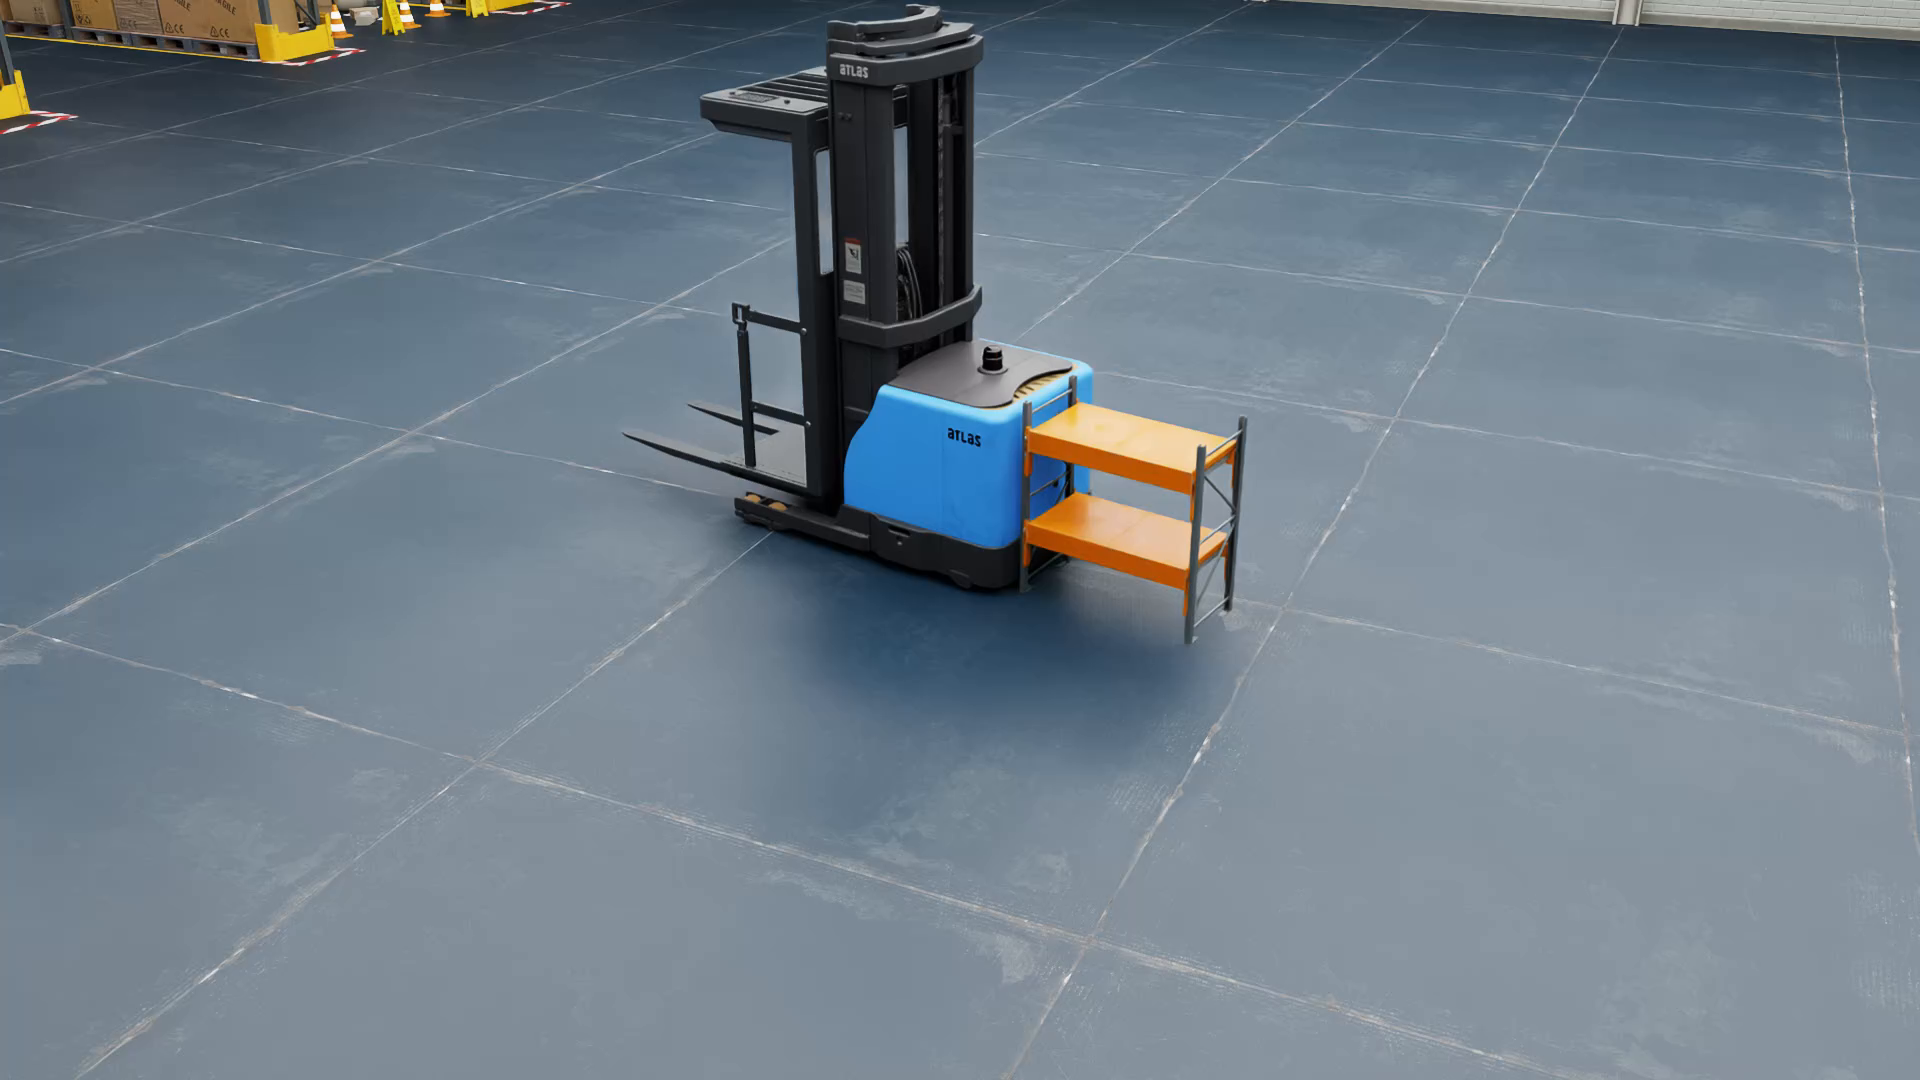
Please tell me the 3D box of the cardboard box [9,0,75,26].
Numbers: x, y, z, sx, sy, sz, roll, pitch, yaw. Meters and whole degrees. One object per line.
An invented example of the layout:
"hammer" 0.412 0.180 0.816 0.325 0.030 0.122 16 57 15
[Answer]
"cardboard box" -13.799 -8.332 25.350 0.750 0.750 1.050 11 28 22

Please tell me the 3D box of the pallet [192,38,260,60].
"pallet" -10.315 -7.208 24.152 1.213 0.211 1.003 11 28 22

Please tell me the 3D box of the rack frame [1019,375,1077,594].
"rack frame" 0.482 -0.300 9.086 0.032 1.125 0.500 17 31 31

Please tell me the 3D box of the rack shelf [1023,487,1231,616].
"rack shelf" 0.899 0.048 8.933 1.000 0.278 0.538 17 31 31

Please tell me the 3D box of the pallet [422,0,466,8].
"pallet" -8.392 -9.279 28.358 1.213 0.211 1.003 11 28 22

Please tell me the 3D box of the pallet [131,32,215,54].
"pallet" -11.422 -7.432 24.606 1.213 0.211 1.003 11 28 22

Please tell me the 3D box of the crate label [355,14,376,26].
"crate label" -9.415 -8.239 26.330 0.298 0.136 0.250 -2 26 -5

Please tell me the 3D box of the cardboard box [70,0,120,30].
"cardboard box" -12.653 -8.168 24.874 0.875 0.875 0.875 12 29 23

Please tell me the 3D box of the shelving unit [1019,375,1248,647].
"shelving unit" 0.899 -0.171 8.825 1.048 1.125 0.538 17 31 31

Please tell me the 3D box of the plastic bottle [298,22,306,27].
"plastic bottle" -10.454 -8.110 26.153 0.283 0.061 0.133 2 26 4

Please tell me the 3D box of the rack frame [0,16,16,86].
"rack frame" -11.700 -6.369 19.290 0.127 3.000 1.000 11 28 22

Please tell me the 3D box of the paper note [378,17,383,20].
"paper note" -9.283 -8.394 26.764 0.142 0.019 0.148 2 26 4

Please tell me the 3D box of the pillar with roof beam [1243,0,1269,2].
"pillar with roof beam" 3.334 -11.606 23.136 0.400 9.000 9.100 11 28 22

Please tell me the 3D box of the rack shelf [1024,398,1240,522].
"rack shelf" 0.899 -0.434 8.695 1.000 0.278 0.538 17 31 31

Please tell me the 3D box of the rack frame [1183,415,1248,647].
"rack frame" 1.316 -0.043 8.563 0.032 1.125 0.500 17 31 31

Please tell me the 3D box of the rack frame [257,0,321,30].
"rack frame" -9.555 -8.345 23.303 0.127 3.000 1.000 11 28 22

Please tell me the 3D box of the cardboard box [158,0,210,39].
"cardboard box" -11.002 -7.837 24.202 0.875 0.875 0.875 11 28 21

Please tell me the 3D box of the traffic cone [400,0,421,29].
"traffic cone" -8.674 -8.267 26.017 0.334 0.463 0.336 11 28 22

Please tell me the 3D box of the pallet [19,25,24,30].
"pallet" -15.045 -8.158 26.081 1.213 0.211 1.003 11 28 22

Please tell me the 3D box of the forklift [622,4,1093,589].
"forklift" -0.735 -1.542 9.564 3.031 2.935 1.130 17 31 31

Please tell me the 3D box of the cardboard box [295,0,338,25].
"cardboard box" -10.245 -8.537 26.519 0.637 0.503 0.797 -7 27 -14

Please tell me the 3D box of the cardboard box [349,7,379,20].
"cardboard box" -9.627 -8.502 26.850 0.380 0.149 0.250 -18 31 -31

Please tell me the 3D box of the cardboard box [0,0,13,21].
"cardboard box" -14.675 -8.510 25.711 0.750 0.750 1.050 11 28 22

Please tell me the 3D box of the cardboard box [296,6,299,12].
"cardboard box" -11.100 -8.765 26.830 0.503 0.637 0.797 11 28 22

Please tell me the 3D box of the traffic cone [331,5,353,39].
"traffic cone" -9.451 -7.875 25.220 0.334 0.463 0.336 11 28 22

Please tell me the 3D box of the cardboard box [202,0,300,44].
"cardboard box" -10.200 -7.677 23.877 0.875 0.875 0.875 12 28 22

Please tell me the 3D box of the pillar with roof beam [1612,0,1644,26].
"pillar with roof beam" 8.796 -10.509 20.907 0.400 9.000 9.100 11 28 22

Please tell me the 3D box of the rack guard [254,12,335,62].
"rack guard" -9.533 -7.219 23.846 0.348 0.500 1.175 11 28 22

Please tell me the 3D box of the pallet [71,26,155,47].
"pallet" -12.537 -7.654 25.058 1.213 0.211 1.003 11 28 22

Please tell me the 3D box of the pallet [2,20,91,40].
"pallet" -13.930 -7.936 25.629 1.213 0.211 1.003 11 28 22

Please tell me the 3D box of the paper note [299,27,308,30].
"paper note" -10.242 -7.974 25.913 0.142 0.017 0.144 23 35 39

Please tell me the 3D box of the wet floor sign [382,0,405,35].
"wet floor sign" -8.709 -8.079 25.429 0.232 0.644 0.267 6 27 13

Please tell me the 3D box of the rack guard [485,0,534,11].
"rack guard" -7.667 -9.246 27.963 0.348 0.500 1.175 11 28 22

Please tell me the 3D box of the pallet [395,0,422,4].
"pallet" -9.499 -9.503 28.812 1.213 0.211 1.003 11 28 22

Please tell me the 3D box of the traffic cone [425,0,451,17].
"traffic cone" -8.524 -8.775 27.050 0.334 0.463 0.336 11 28 22

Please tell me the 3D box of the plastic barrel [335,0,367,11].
"plastic barrel" -10.105 -8.967 27.483 0.512 0.421 0.421 -12 29 -23

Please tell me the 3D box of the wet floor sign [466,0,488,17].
"wet floor sign" -7.868 -8.832 26.959 0.232 0.644 0.267 23 35 39

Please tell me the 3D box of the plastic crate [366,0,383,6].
"plastic crate" -10.150 -9.158 28.261 0.583 0.080 0.402 2 26 4

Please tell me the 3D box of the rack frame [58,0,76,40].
"rack frame" -13.196 -9.076 24.788 0.127 3.000 1.000 11 28 22

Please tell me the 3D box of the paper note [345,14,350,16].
"paper note" -9.994 -8.604 27.205 0.142 0.019 0.148 23 35 39

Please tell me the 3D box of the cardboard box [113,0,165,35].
"cardboard box" -11.831 -8.005 24.543 0.875 0.875 0.875 12 28 22

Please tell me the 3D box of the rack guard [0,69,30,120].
"rack guard" -11.769 -5.261 19.870 0.348 0.500 1.175 11 28 22
